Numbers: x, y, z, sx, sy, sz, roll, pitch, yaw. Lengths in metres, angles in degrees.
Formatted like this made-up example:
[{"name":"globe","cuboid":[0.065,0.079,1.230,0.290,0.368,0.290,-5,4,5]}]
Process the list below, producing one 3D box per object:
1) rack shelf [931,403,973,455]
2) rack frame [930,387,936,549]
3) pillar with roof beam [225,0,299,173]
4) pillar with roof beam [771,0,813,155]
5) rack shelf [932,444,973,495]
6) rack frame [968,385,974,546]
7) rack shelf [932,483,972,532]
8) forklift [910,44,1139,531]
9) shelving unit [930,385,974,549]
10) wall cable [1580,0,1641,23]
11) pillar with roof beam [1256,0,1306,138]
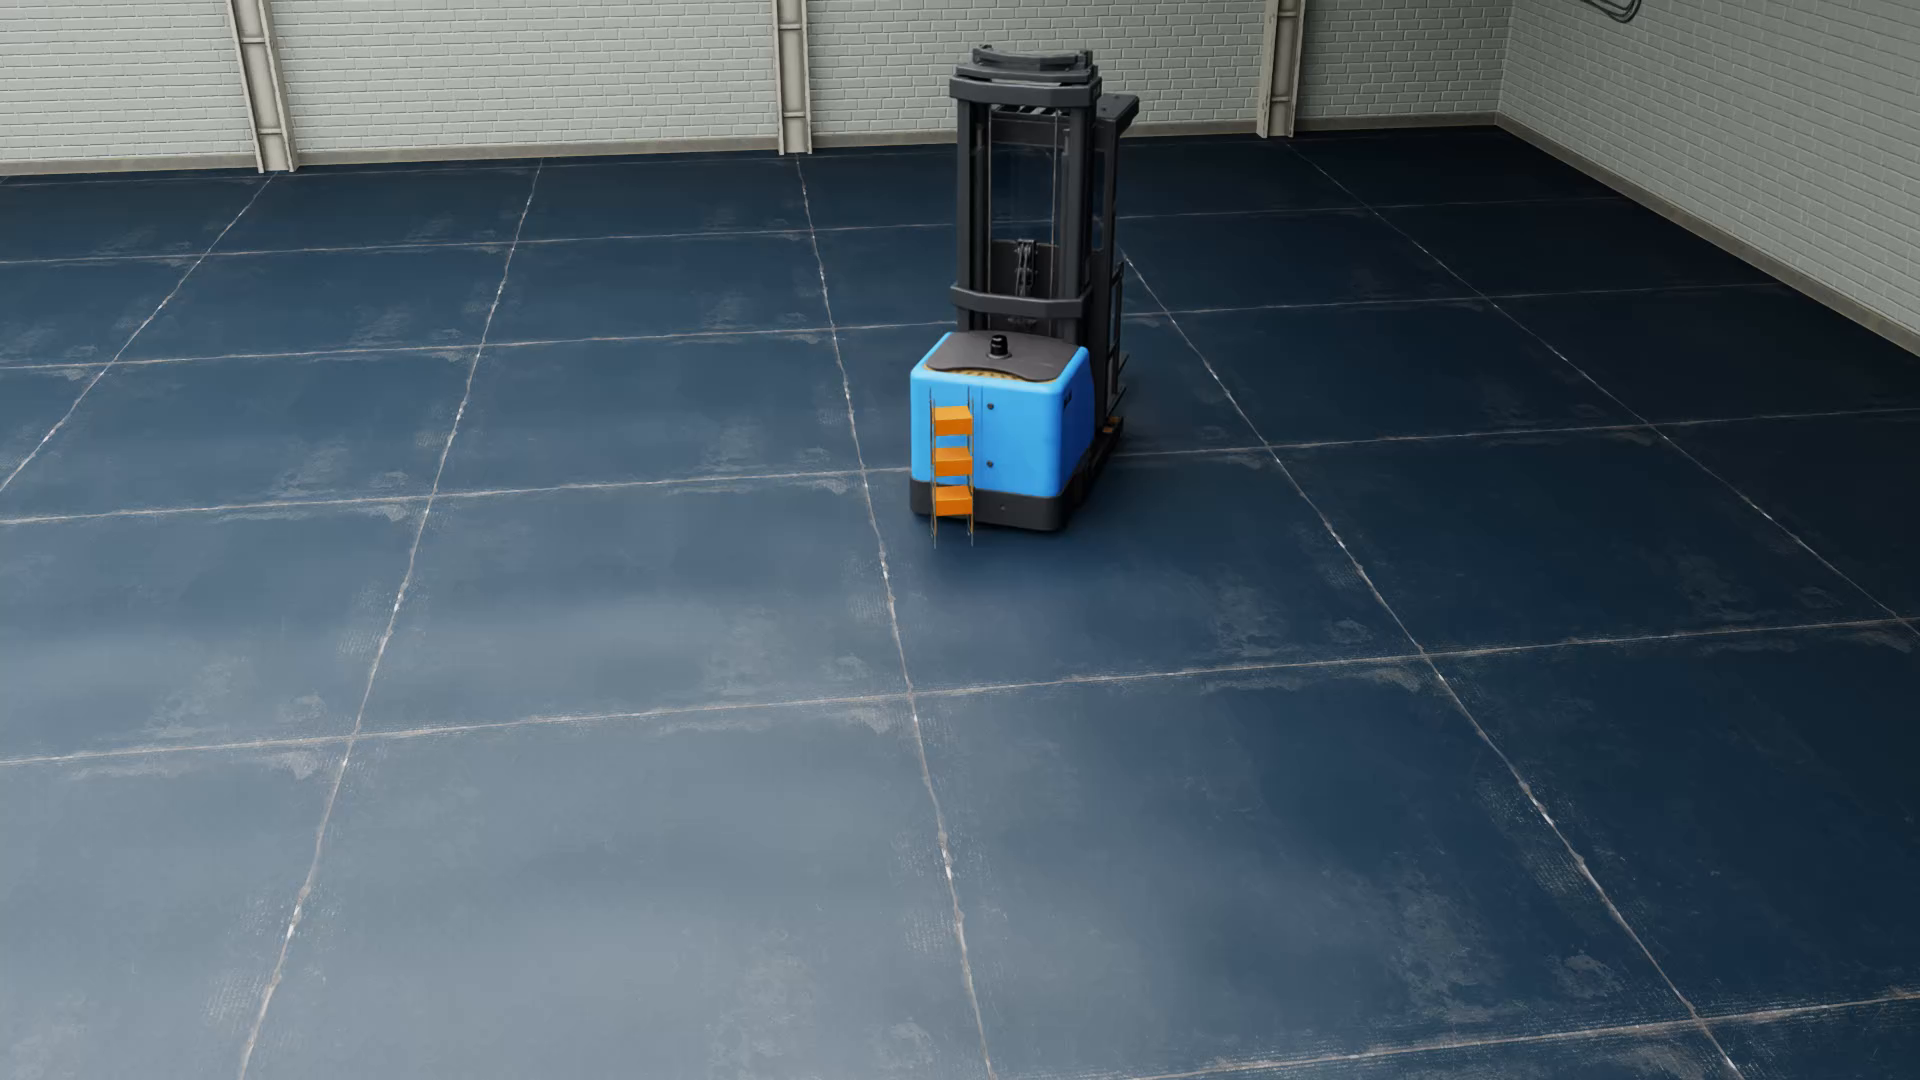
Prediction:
[{"name":"rack shelf","cuboid":[-0.053,-0.707,10.581,0.240,0.259,0.215,-4,27,-7]},{"name":"rack frame","cuboid":[-0.174,-0.456,10.691,0.008,1.050,0.200,-4,27,-7]},{"name":"pillar with roof beam","cuboid":[-7.335,-6.385,13.540,0.400,9.000,9.100,-4,27,-7]},{"name":"pillar with roof beam","cuboid":[-1.394,-6.767,14.284,0.400,9.000,9.100,-4,27,-7]},{"name":"rack shelf","cuboid":[-0.053,-0.454,10.711,0.240,0.259,0.215,-4,27,-7]},{"name":"rack frame","cuboid":[0.068,-0.471,10.721,0.008,1.050,0.200,-4,27,-7]},{"name":"rack shelf","cuboid":[-0.053,-0.207,10.838,0.240,0.259,0.215,-4,27,-7]},{"name":"forklift","cuboid":[0.589,-2.019,11.677,1.130,2.935,3.031,8,28,15]},{"name":"shelving unit","cuboid":[-0.053,-0.464,10.706,0.252,1.050,0.215,-4,27,-7]},{"name":"wall cable","cuboid":[7.050,-7.303,18.729,0.112,2.526,3.097,-4,27,-7]},{"name":"pillar with roof beam","cuboid":[4.548,-7.149,15.027,0.400,9.000,9.100,-4,27,-7]}]
